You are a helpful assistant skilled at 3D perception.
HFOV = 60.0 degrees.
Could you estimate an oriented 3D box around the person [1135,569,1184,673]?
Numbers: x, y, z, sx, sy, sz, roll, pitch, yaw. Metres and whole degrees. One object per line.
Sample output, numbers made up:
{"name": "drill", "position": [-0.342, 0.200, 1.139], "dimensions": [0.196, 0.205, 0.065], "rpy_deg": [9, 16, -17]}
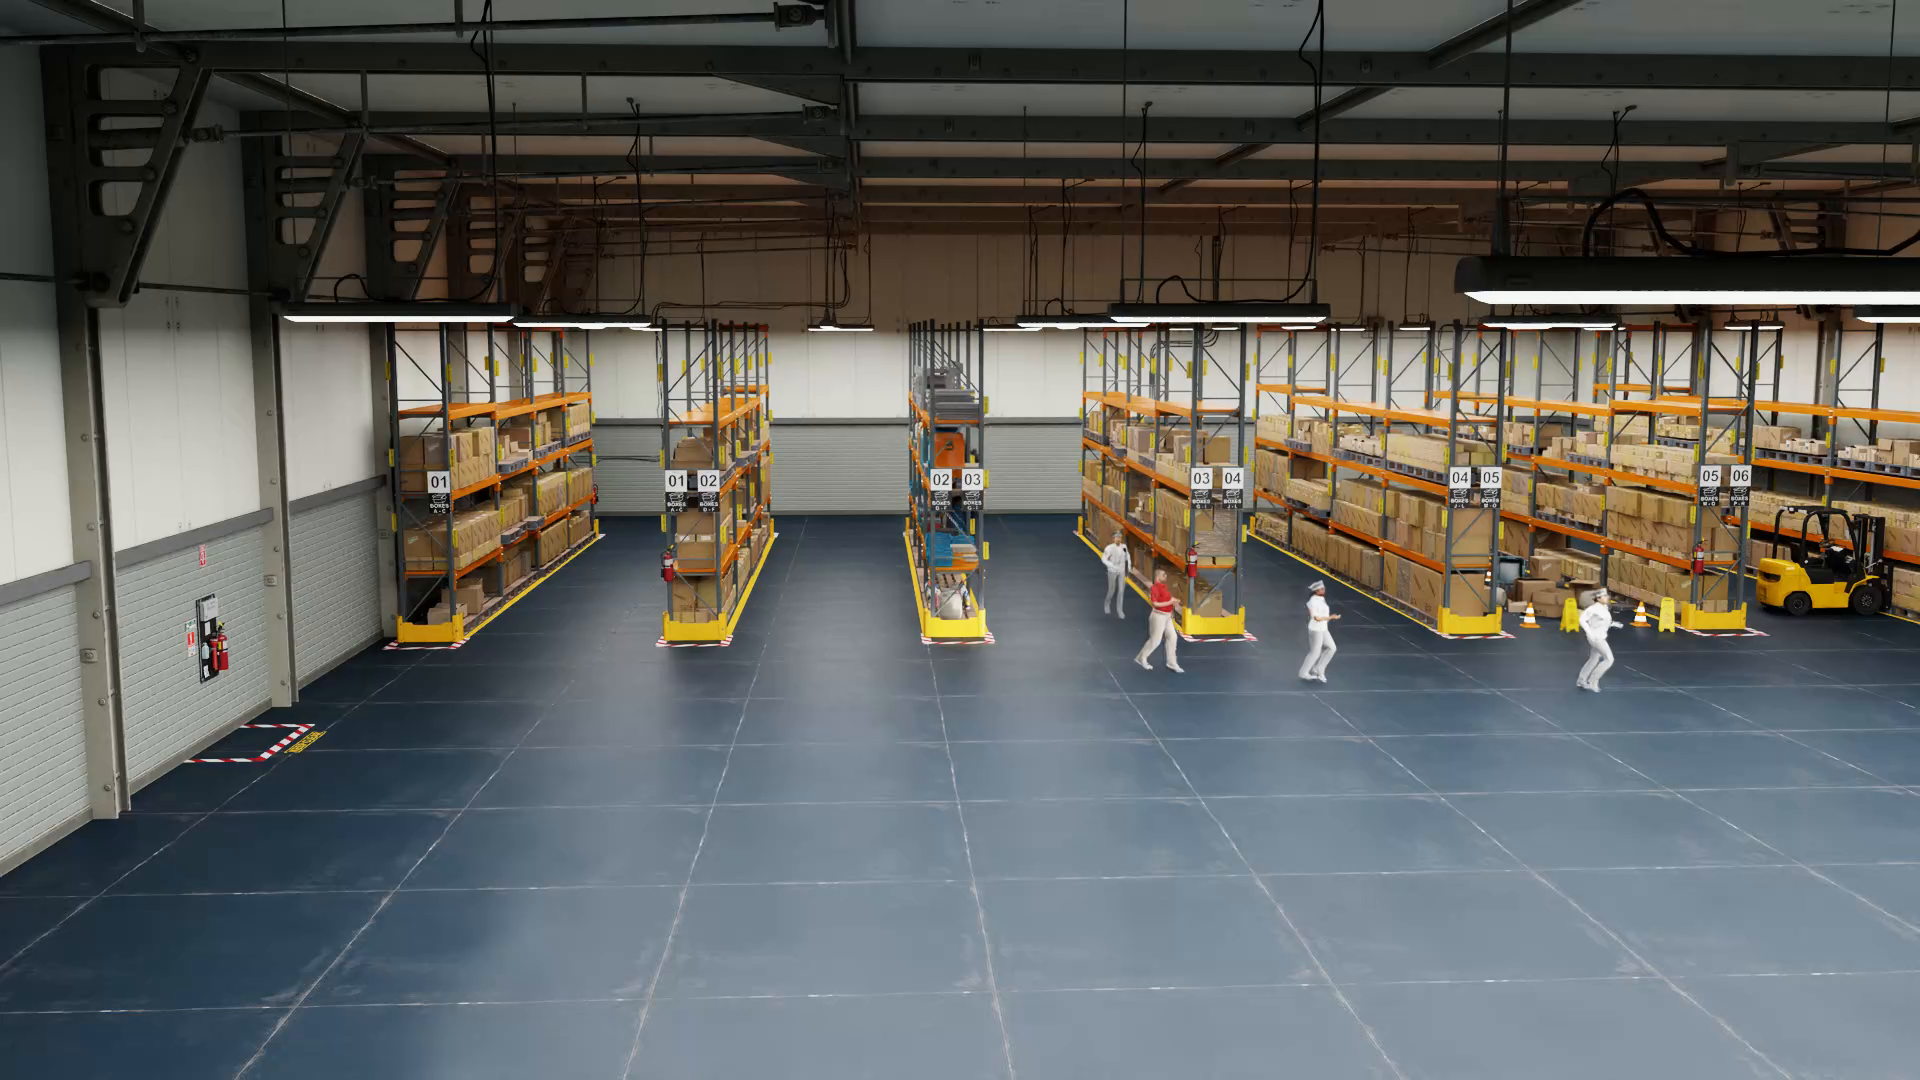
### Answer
{"name": "person", "position": [3.396, 1.376, 28.243], "dimensions": [0.823, 1.773, 0.647], "rpy_deg": [4, 8, 26]}

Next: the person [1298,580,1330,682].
{"name": "person", "position": [5.848, 1.511, 27.442], "dimensions": [0.481, 1.728, 0.525], "rpy_deg": [3, 8, 23]}

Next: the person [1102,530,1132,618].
{"name": "person", "position": [3.098, 0.646, 32.883], "dimensions": [0.640, 1.706, 0.771], "rpy_deg": [-2, 7, -14]}

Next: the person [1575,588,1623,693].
{"name": "person", "position": [10.285, 1.606, 26.729], "dimensions": [0.659, 1.705, 0.584], "rpy_deg": [5, 9, 34]}

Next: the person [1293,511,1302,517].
{"name": "person", "position": [9.782, -1.156, 49.183], "dimensions": [0.855, 1.612, 0.632], "rpy_deg": [6, 9, 41]}
